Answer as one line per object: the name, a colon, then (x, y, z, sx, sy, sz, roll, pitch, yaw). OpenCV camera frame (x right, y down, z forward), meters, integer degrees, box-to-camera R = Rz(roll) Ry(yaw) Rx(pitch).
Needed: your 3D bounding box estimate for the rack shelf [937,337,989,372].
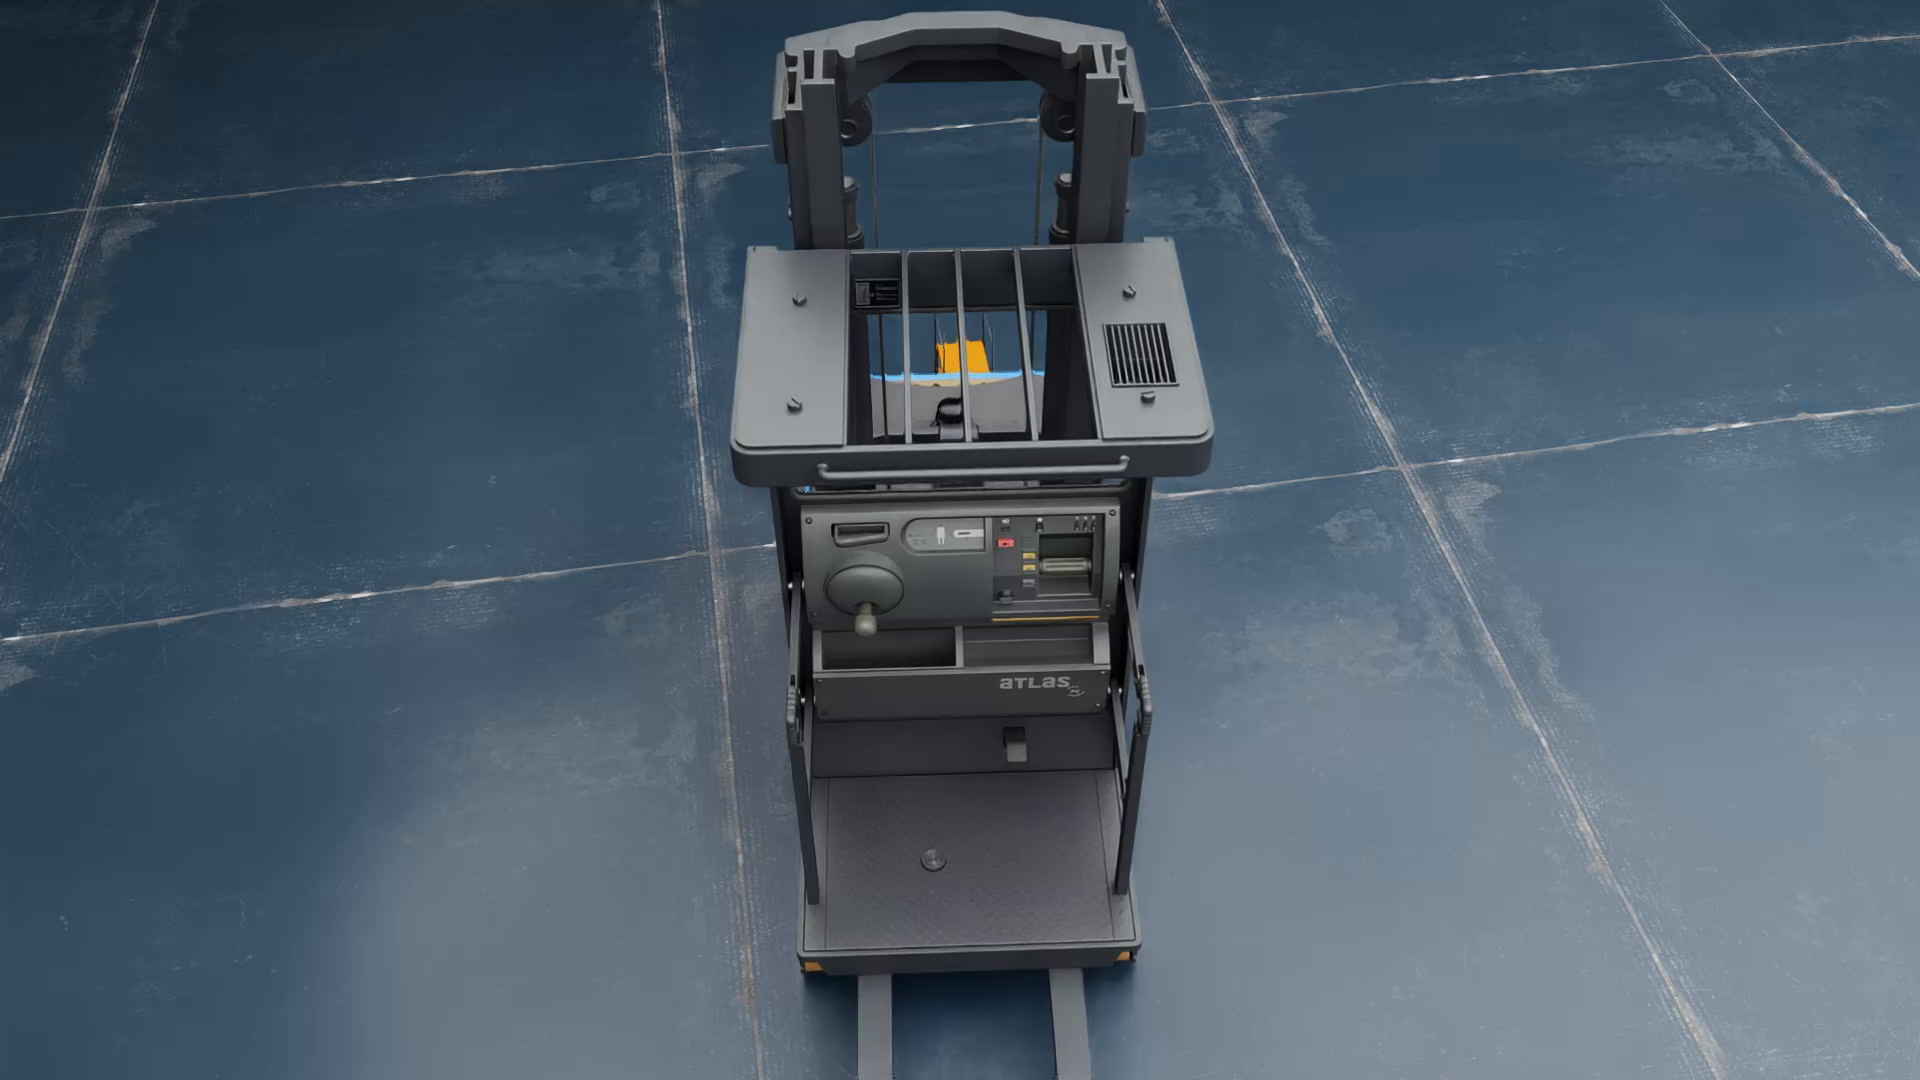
rack shelf: (0.014, -0.643, 6.291, 0.180, 0.103, 0.258, -6, 46, -5)

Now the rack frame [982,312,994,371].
rack frame: (0.106, -0.434, 6.527, 0.006, 1.200, 0.240, -6, 46, -5)

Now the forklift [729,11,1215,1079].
forklift: (0.014, 0.175, 4.739, 1.130, 2.935, 3.031, -2, 46, -1)

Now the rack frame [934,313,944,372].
rack frame: (-0.075, -0.415, 6.510, 0.006, 1.200, 0.240, -6, 46, -5)

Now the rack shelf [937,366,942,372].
rack shelf: (0.015, -0.560, 6.378, 0.180, 0.103, 0.258, -6, 46, -5)

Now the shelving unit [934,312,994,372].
shelving unit: (0.016, -0.425, 6.518, 0.189, 1.200, 0.258, -6, 46, -5)
